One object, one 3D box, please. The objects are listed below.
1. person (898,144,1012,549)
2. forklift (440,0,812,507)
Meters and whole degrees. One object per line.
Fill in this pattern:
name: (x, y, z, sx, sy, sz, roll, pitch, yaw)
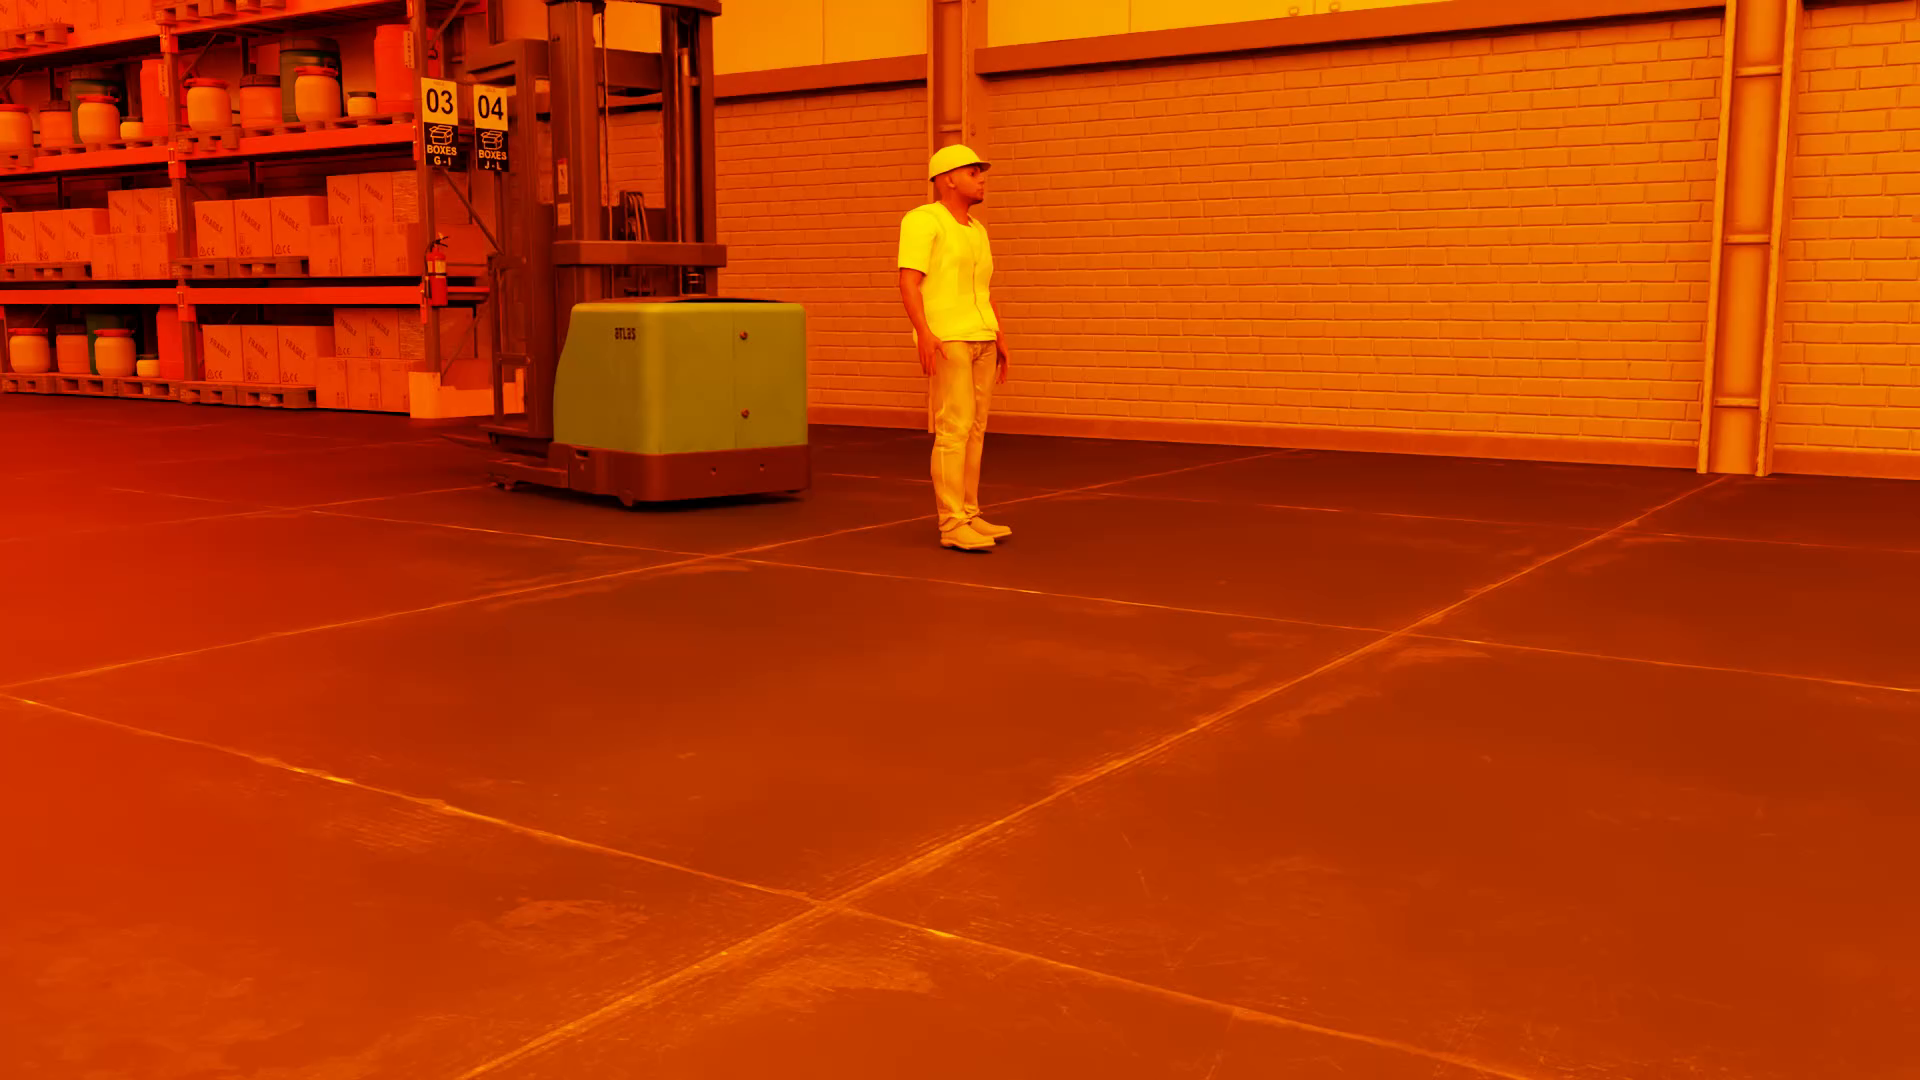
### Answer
person: (0.054, -0.875, 7.435, 0.577, 1.765, 0.665, 5, 10, 34)
forklift: (-2.149, -1.779, 9.705, 1.130, 2.935, 3.031, -7, 11, -40)
